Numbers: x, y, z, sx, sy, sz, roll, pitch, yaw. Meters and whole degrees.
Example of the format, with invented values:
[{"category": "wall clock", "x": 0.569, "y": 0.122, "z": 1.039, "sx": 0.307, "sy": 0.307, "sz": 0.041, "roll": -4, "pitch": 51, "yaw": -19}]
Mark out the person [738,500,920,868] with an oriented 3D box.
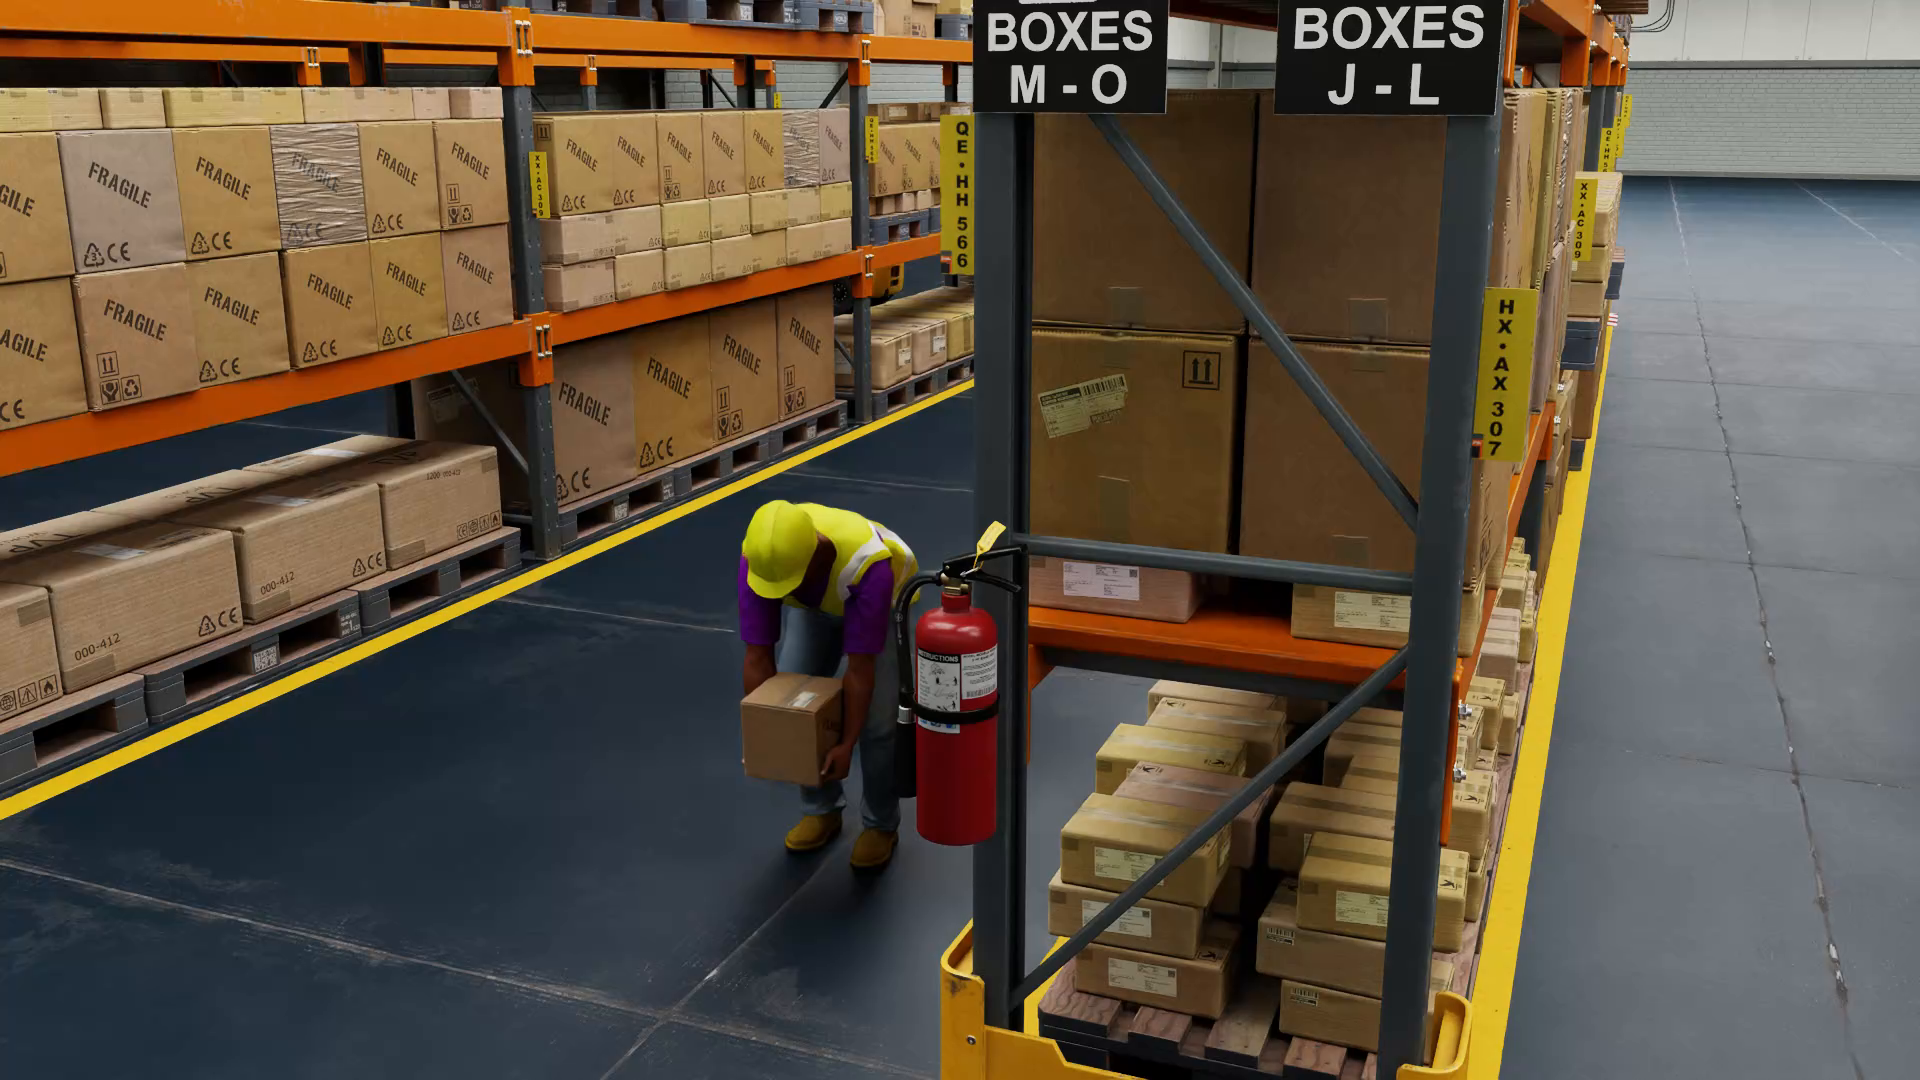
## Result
[{"category": "person", "x": -0.414, "y": 0.435, "z": 5.242, "sx": 0.492, "sy": 1.311, "sz": 0.923, "roll": 5, "pitch": 16, "yaw": 17}]
